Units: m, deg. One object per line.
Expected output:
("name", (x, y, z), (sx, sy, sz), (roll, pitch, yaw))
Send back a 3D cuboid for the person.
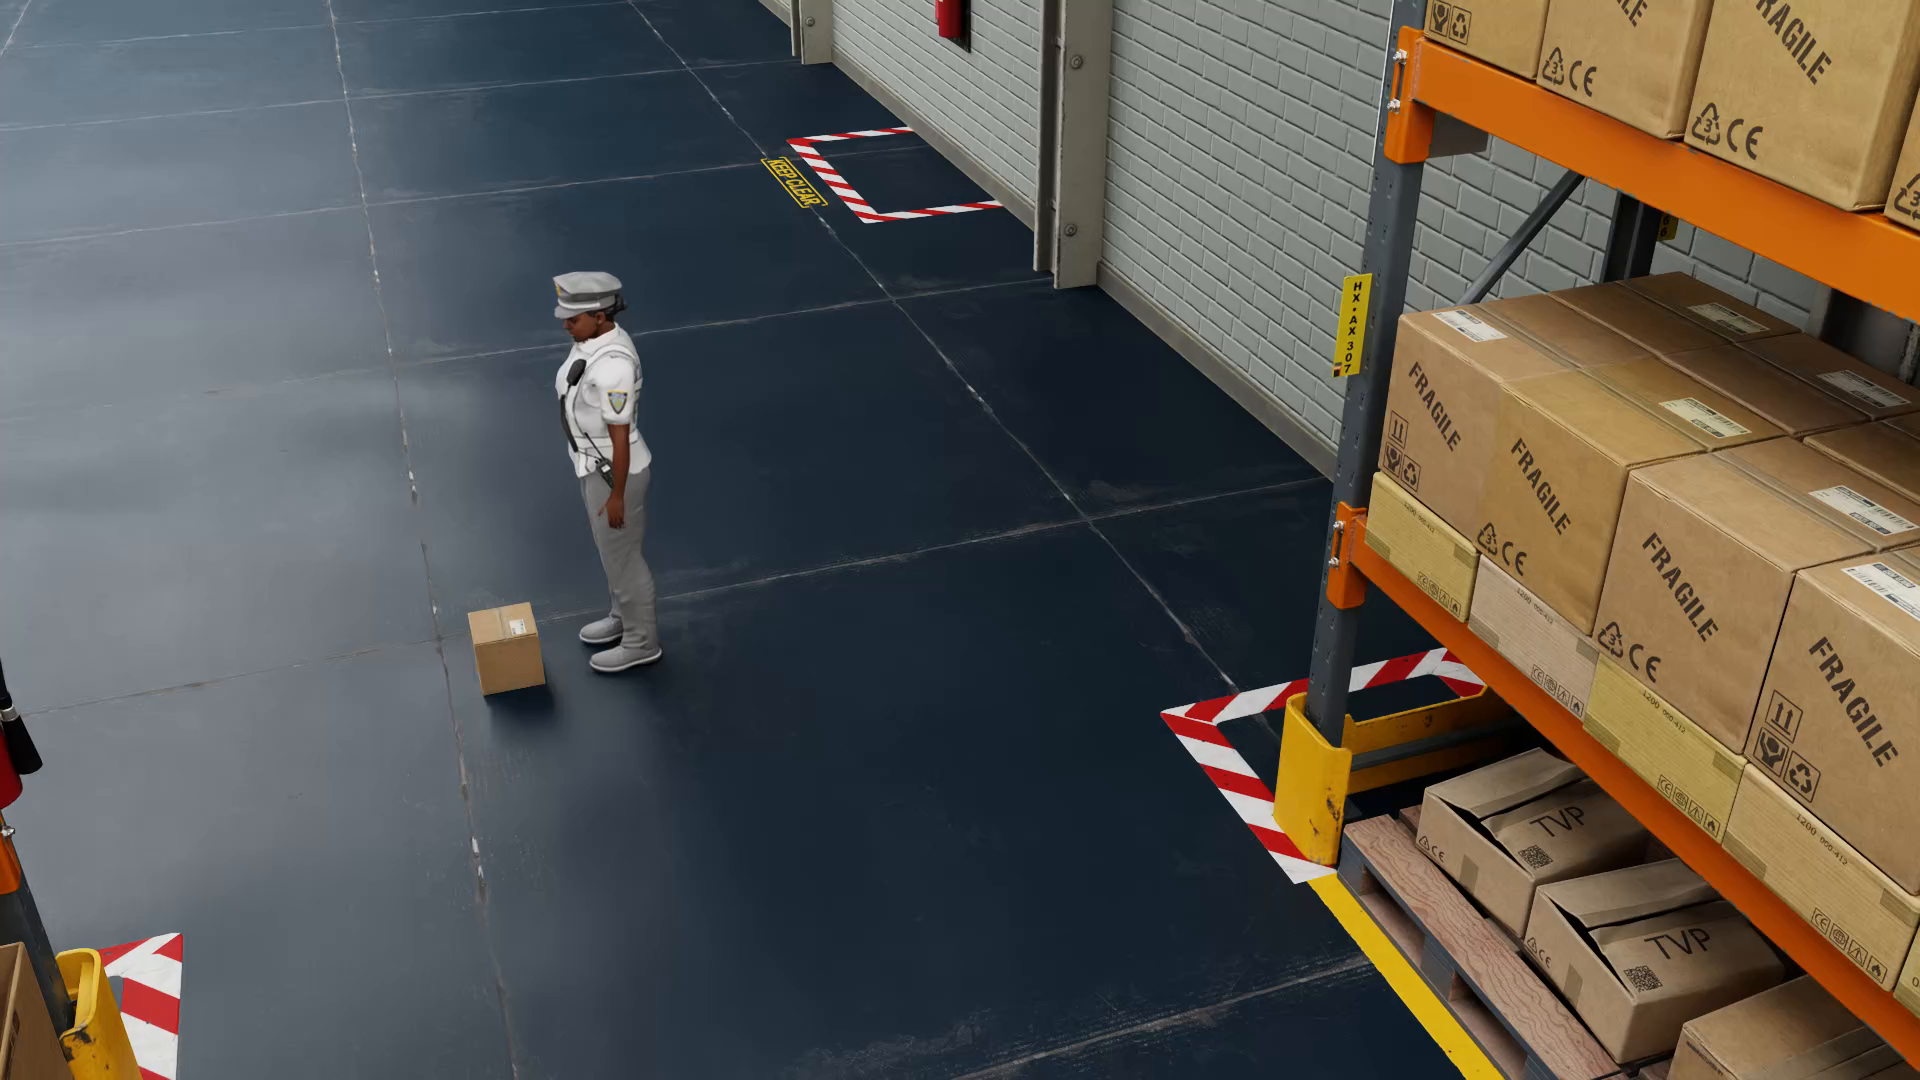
("person", (-1.394, -0.254, 6.559), (0.355, 1.665, 0.443), (-10, 32, -17))
